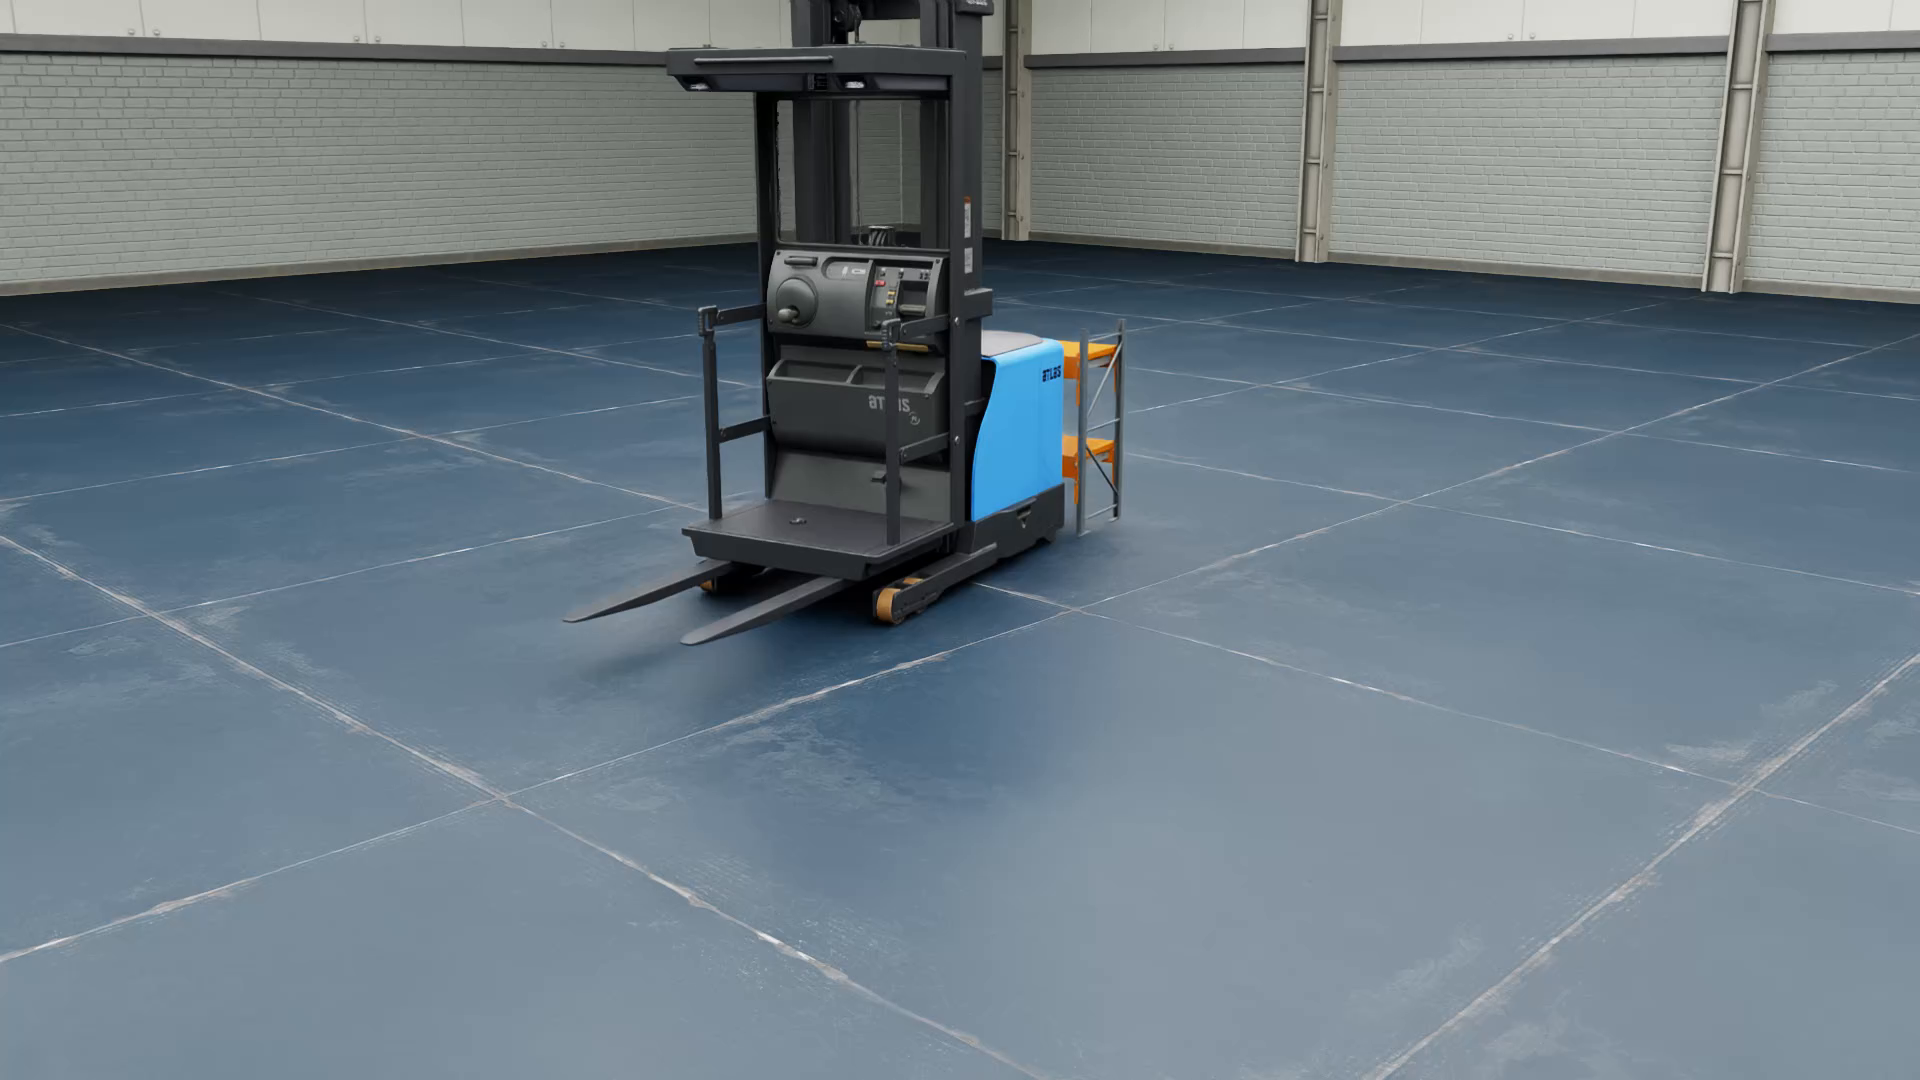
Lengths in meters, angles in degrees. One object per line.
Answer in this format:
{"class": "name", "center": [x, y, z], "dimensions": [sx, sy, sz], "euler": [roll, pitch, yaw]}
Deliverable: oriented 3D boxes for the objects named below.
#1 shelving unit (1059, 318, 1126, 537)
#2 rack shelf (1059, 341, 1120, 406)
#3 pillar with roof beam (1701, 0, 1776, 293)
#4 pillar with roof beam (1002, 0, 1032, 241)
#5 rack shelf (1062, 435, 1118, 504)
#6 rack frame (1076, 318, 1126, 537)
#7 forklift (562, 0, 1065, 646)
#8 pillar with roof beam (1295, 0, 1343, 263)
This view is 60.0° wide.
{"class": "shelving unit", "center": [0.336, -0.685, 9.330], "dimensions": [1.048, 1.125, 0.538], "euler": [9, 17, 30]}
{"class": "rack shelf", "center": [0.336, -0.968, 9.256], "dimensions": [1.000, 0.278, 0.538], "euler": [9, 17, 30]}
{"class": "pillar with roof beam", "center": [6.621, -6.713, 16.849], "dimensions": [0.400, 9.000, 9.100], "euler": [14, 20, 42]}
{"class": "pillar with roof beam", "center": [-2.018, -8.813, 24.909], "dimensions": [0.400, 9.000, 9.100], "euler": [14, 20, 42]}
{"class": "rack shelf", "center": [0.336, -0.448, 9.391], "dimensions": [1.000, 0.278, 0.538], "euler": [9, 17, 30]}
{"class": "rack frame", "center": [0.771, -0.619, 9.075], "dimensions": [0.032, 1.125, 0.500], "euler": [9, 17, 30]}
{"class": "forklift", "center": [-0.600, -1.169, 7.606], "dimensions": [1.130, 2.935, 3.031], "euler": [8, 17, 28]}
{"class": "pillar with roof beam", "center": [2.302, -7.763, 20.879], "dimensions": [0.400, 9.000, 9.100], "euler": [14, 20, 42]}
